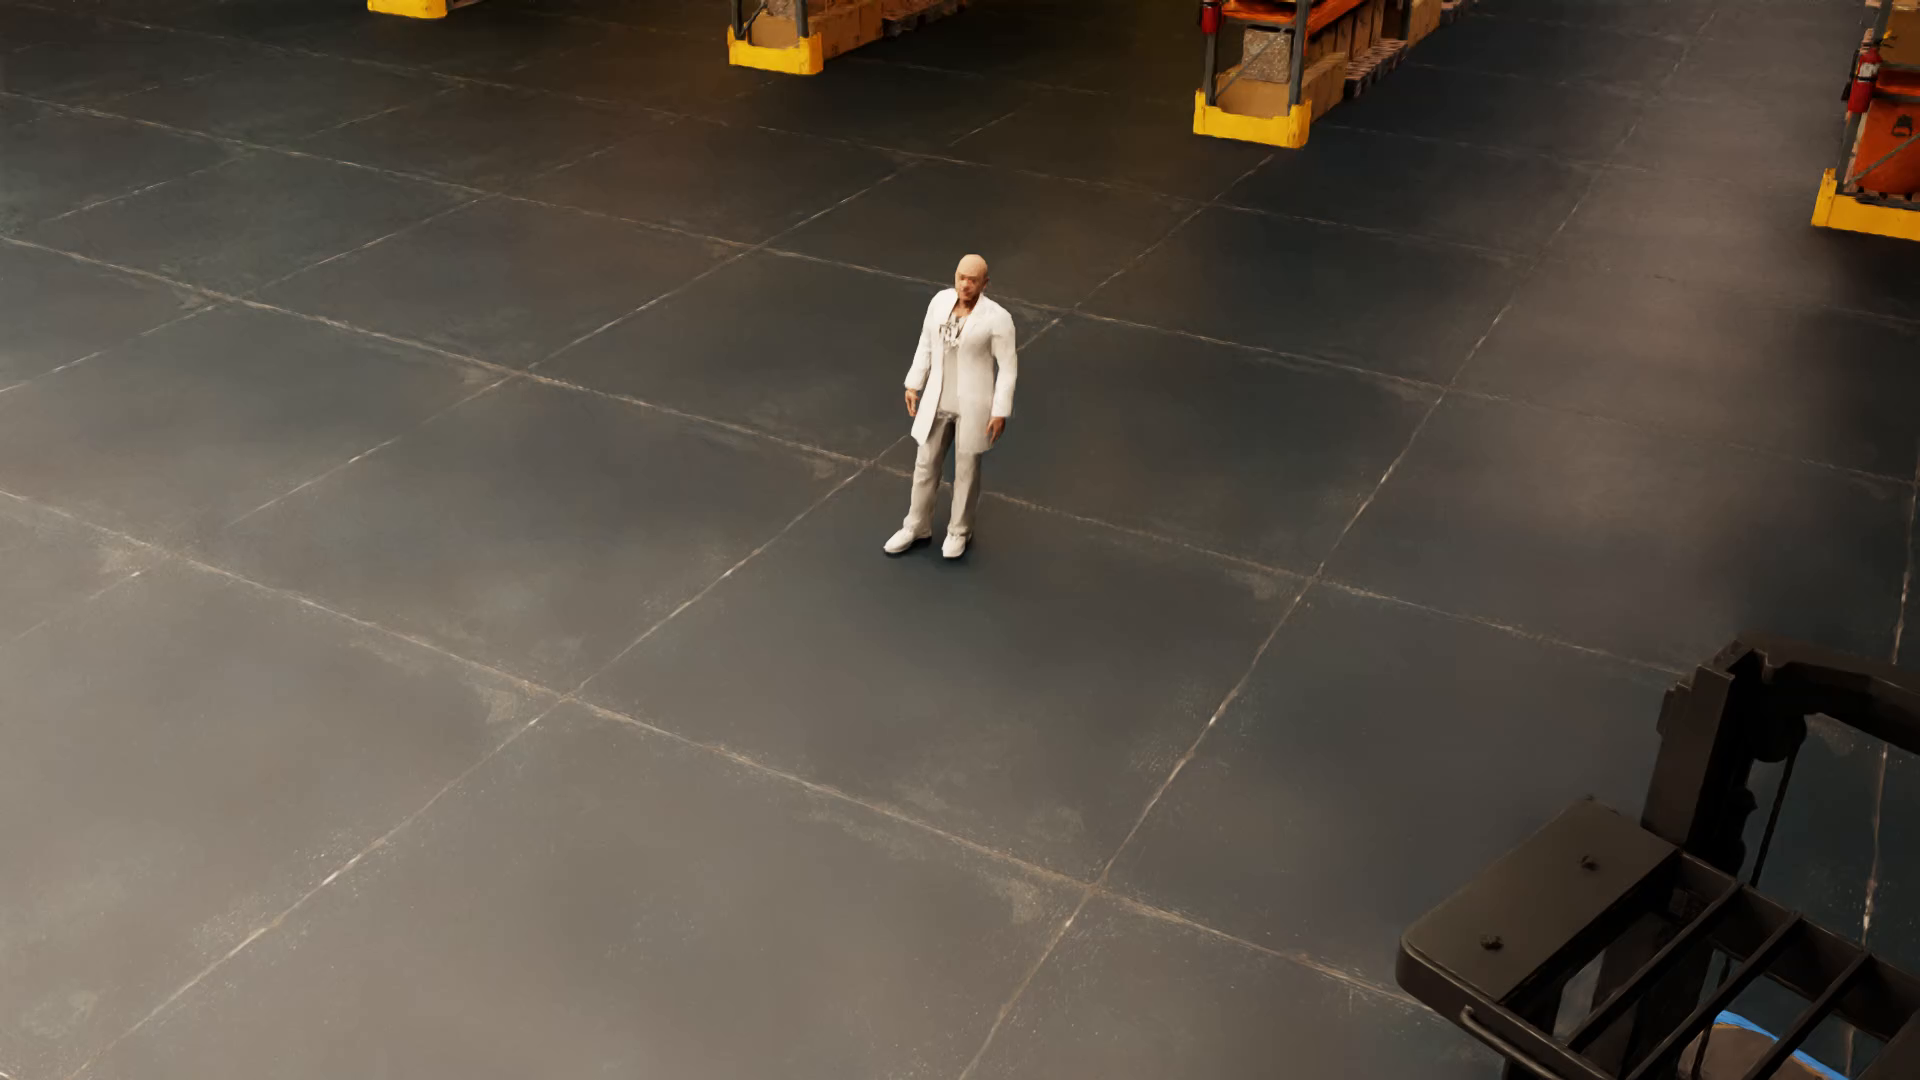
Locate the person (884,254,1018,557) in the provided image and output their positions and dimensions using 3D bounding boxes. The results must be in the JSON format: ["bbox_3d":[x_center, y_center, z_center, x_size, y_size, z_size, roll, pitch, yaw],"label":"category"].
[{"bbox_3d":[-0.048,-0.738,9.488,0.694,1.776,0.579,15,33,25],"label":"person"}]

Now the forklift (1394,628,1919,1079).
[{"bbox_3d":[1.622,1.795,3.961,3.031,2.935,1.130,-24,37,-35],"label":"forklift"}]
